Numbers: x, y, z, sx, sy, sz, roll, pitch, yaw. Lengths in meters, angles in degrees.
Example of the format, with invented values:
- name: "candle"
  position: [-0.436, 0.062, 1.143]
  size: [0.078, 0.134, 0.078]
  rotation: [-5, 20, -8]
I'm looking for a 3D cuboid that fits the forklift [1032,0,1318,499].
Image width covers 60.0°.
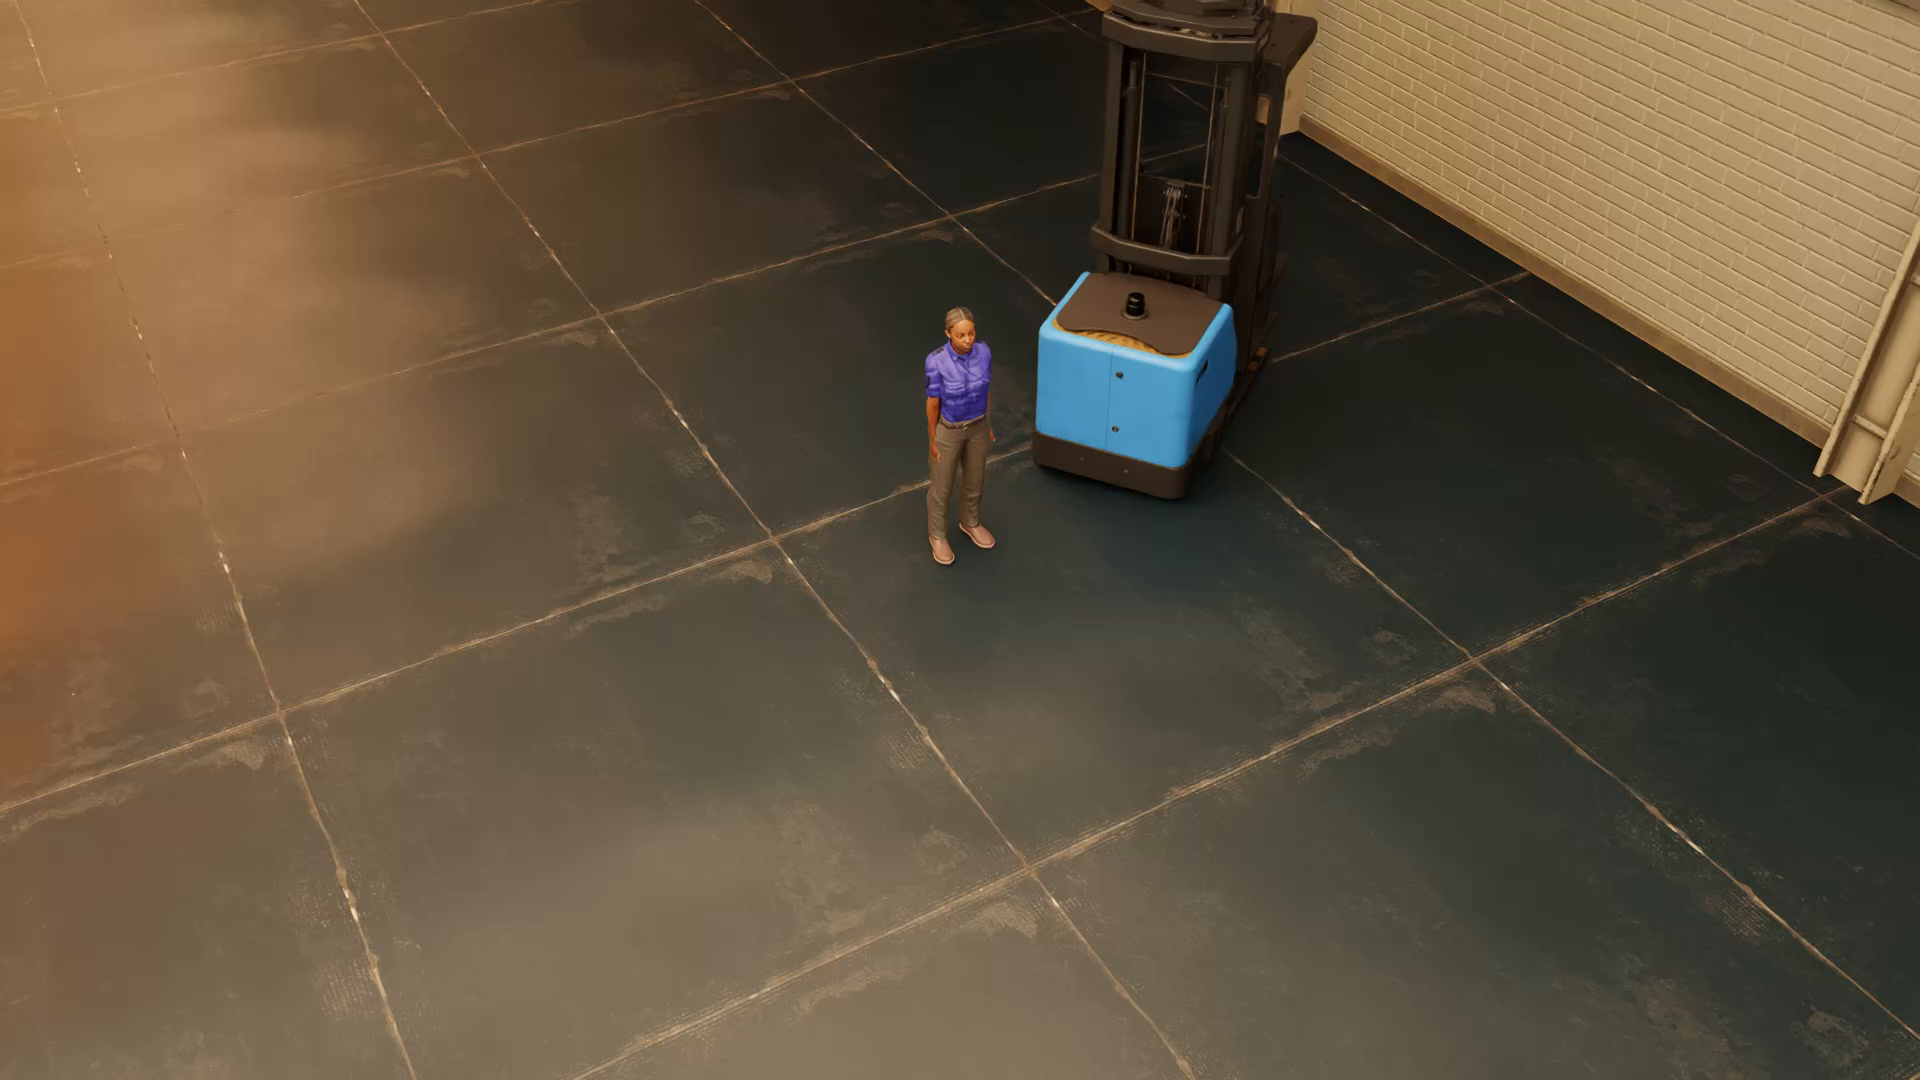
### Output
- name: "forklift"
  position: [1.551, -2.326, 10.841]
  size: [1.130, 2.935, 3.031]
  rotation: [16, 42, 19]

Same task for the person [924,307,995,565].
- name: "person"
  position: [0.004, -0.626, 9.792]
  size: [0.451, 1.660, 0.335]
  rotation: [-20, 44, -23]
